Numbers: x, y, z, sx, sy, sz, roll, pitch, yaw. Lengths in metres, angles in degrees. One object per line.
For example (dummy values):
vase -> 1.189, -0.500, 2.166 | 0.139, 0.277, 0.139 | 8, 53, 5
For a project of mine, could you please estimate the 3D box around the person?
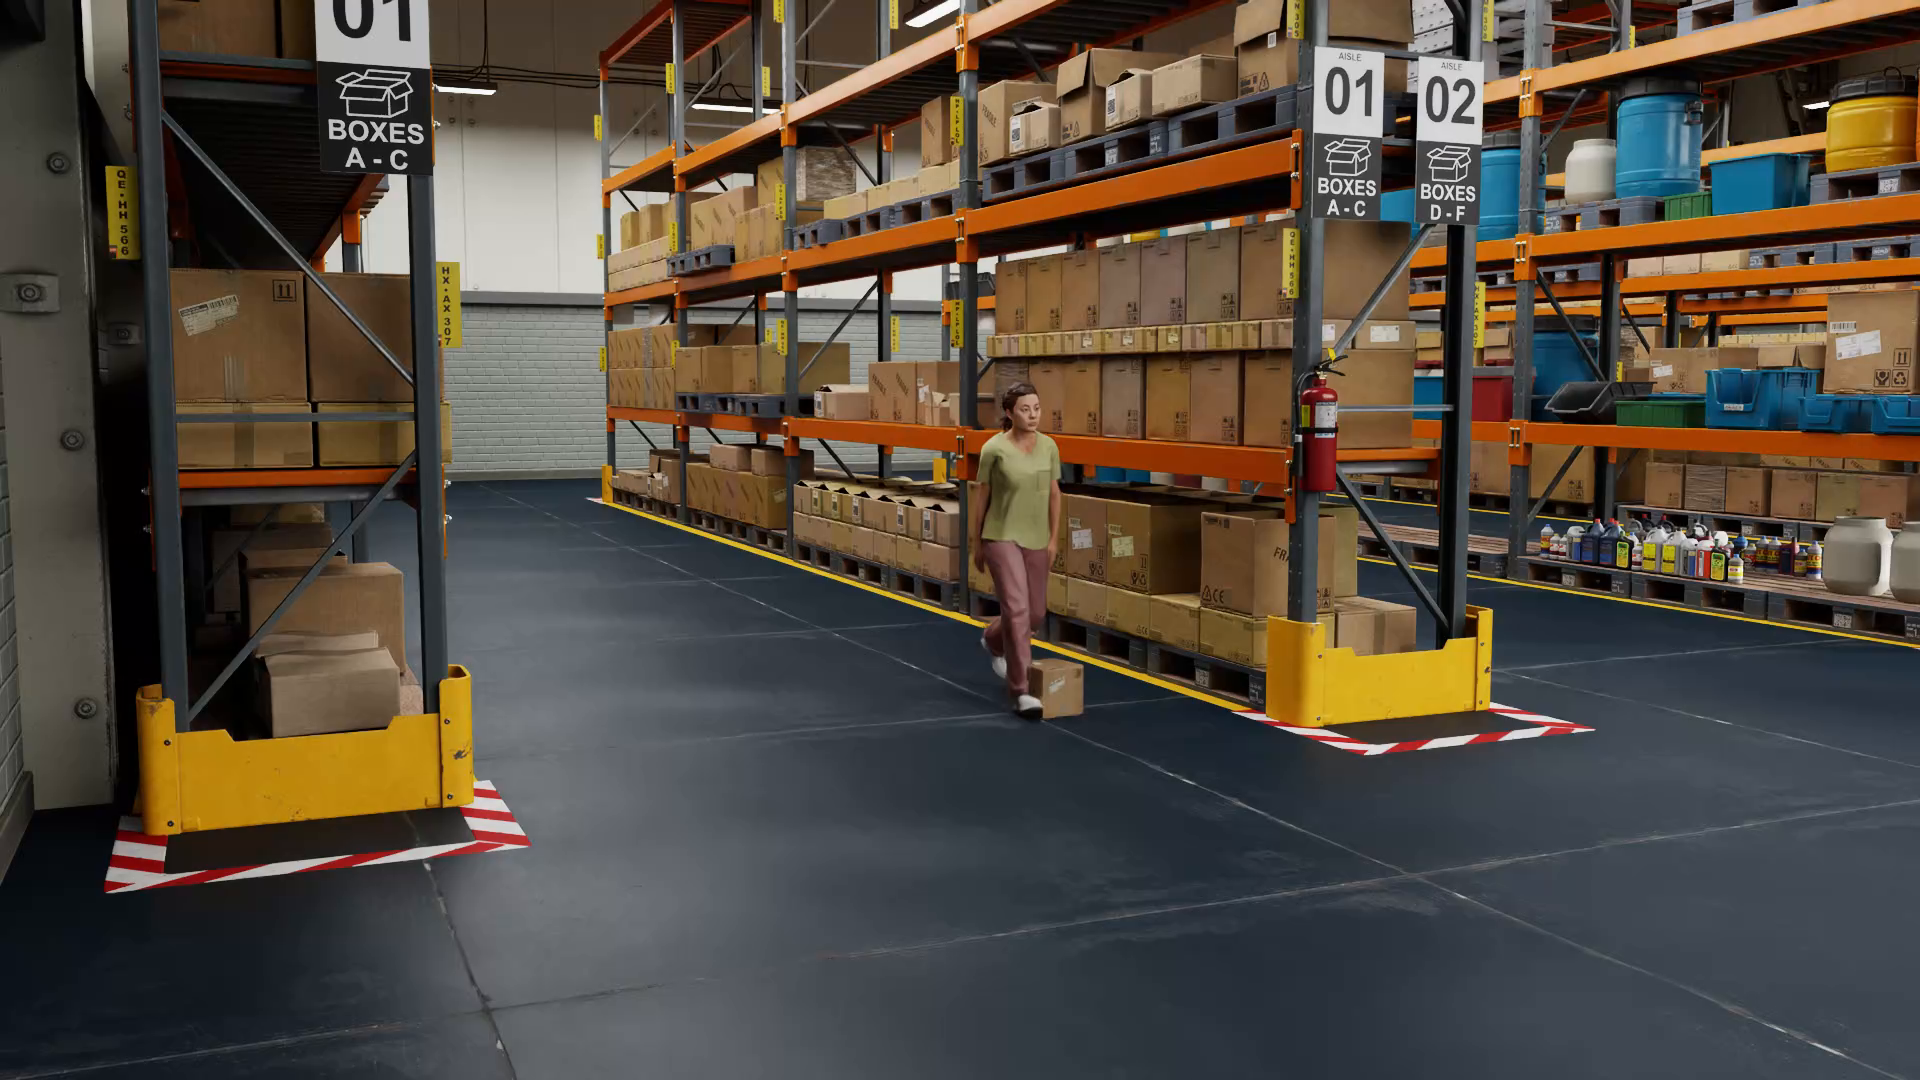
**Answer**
person -> 0.280, 0.010, 8.446 | 0.451, 1.629, 0.967 | -2, 6, -22
